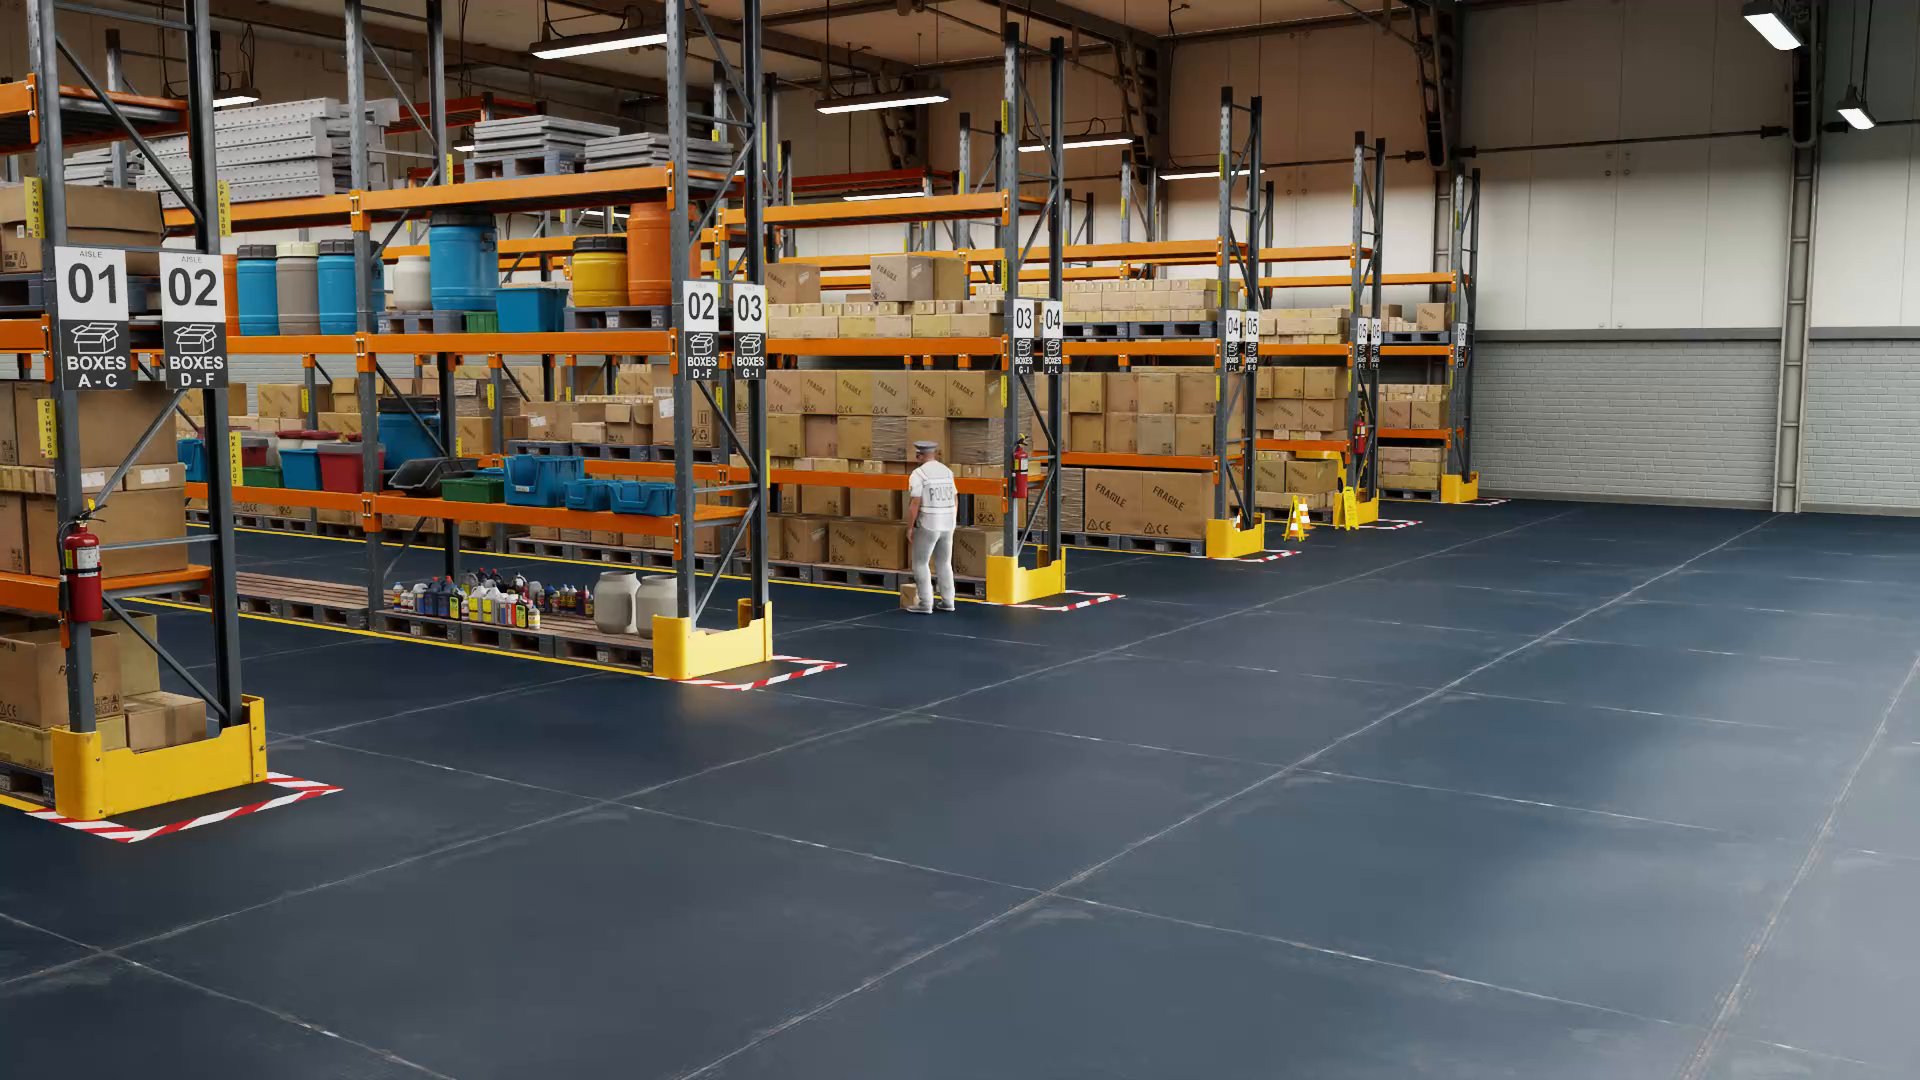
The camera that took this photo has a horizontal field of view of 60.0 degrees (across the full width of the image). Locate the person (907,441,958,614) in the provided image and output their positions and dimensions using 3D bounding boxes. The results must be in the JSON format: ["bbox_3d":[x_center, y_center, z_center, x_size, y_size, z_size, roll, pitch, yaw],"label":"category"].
[{"bbox_3d":[-0.277,-0.131,16.918,0.583,1.747,0.437,-5,8,-36],"label":"person"}]
